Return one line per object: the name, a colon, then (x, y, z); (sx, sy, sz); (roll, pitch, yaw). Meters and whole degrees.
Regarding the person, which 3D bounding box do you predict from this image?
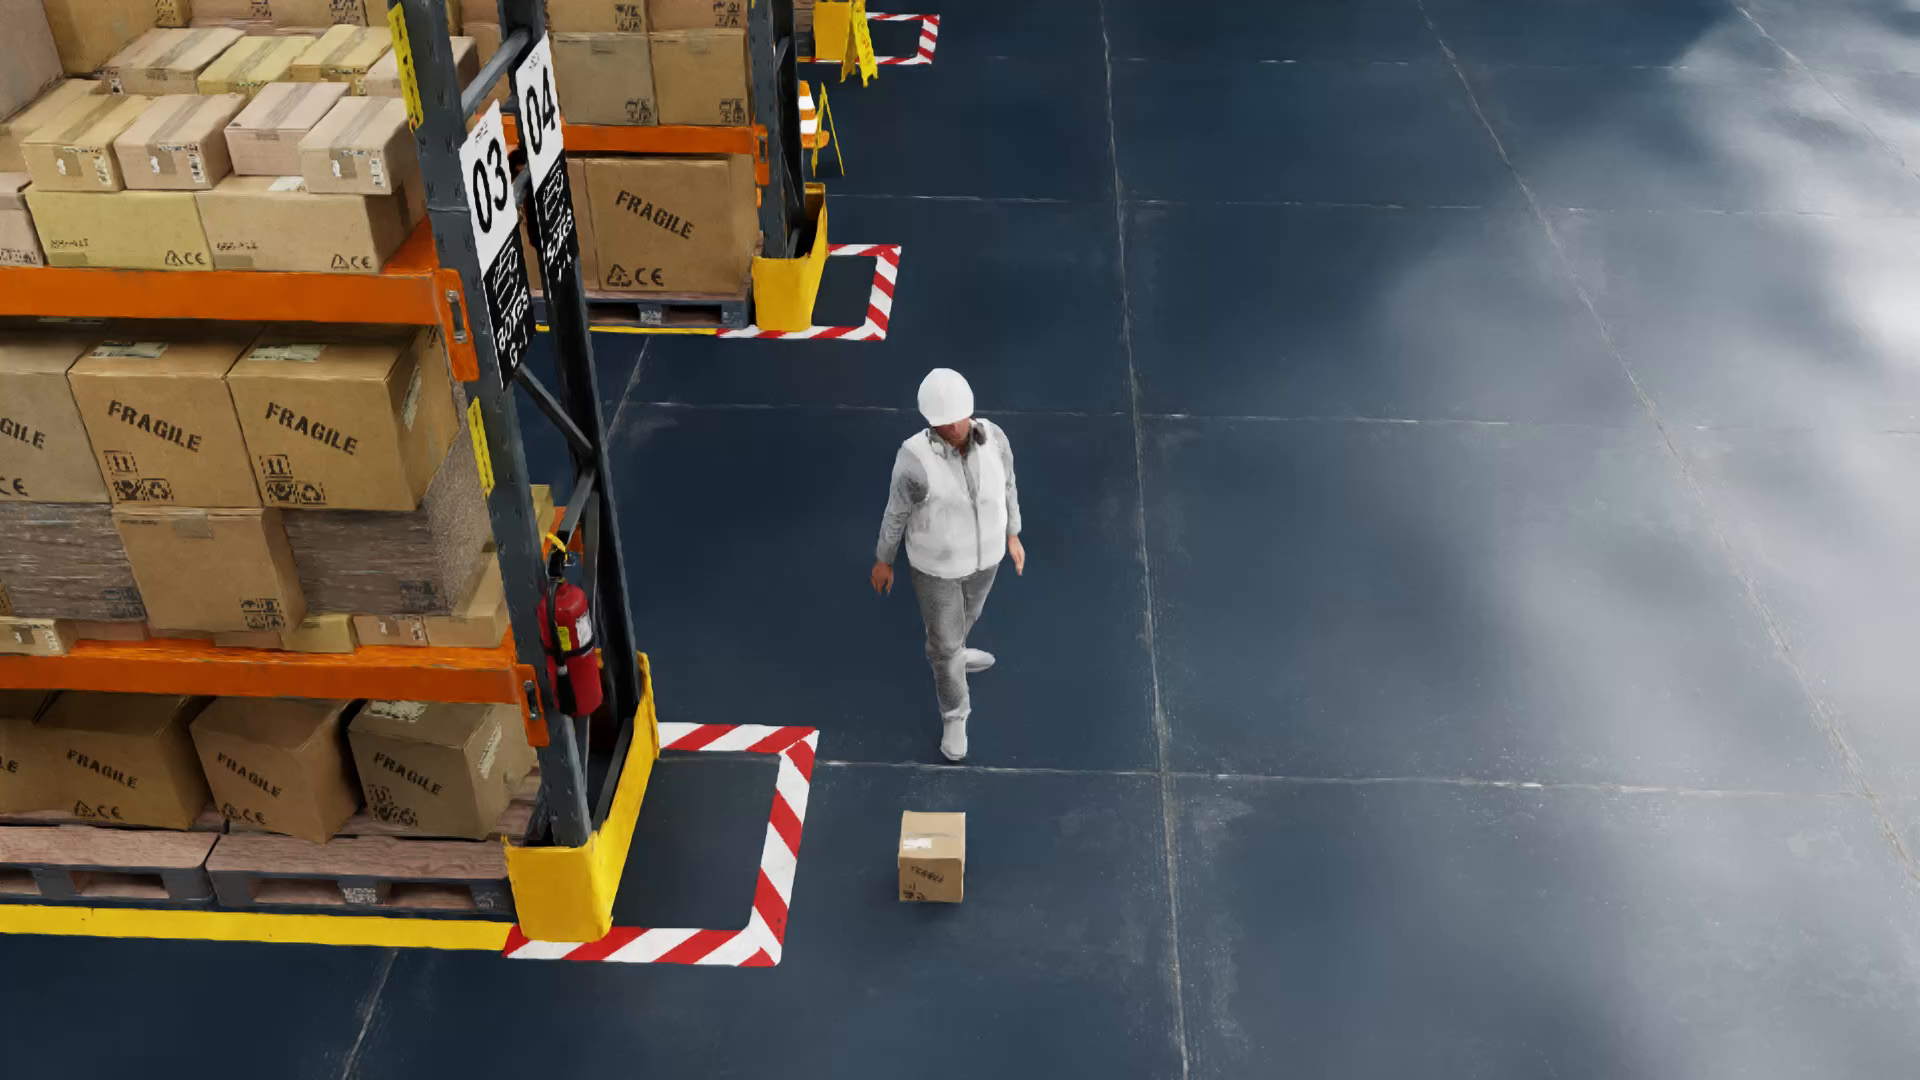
person: (-0.033, 0.045, 7.031); (0.650, 1.768, 0.629); (-21, 41, -27)
